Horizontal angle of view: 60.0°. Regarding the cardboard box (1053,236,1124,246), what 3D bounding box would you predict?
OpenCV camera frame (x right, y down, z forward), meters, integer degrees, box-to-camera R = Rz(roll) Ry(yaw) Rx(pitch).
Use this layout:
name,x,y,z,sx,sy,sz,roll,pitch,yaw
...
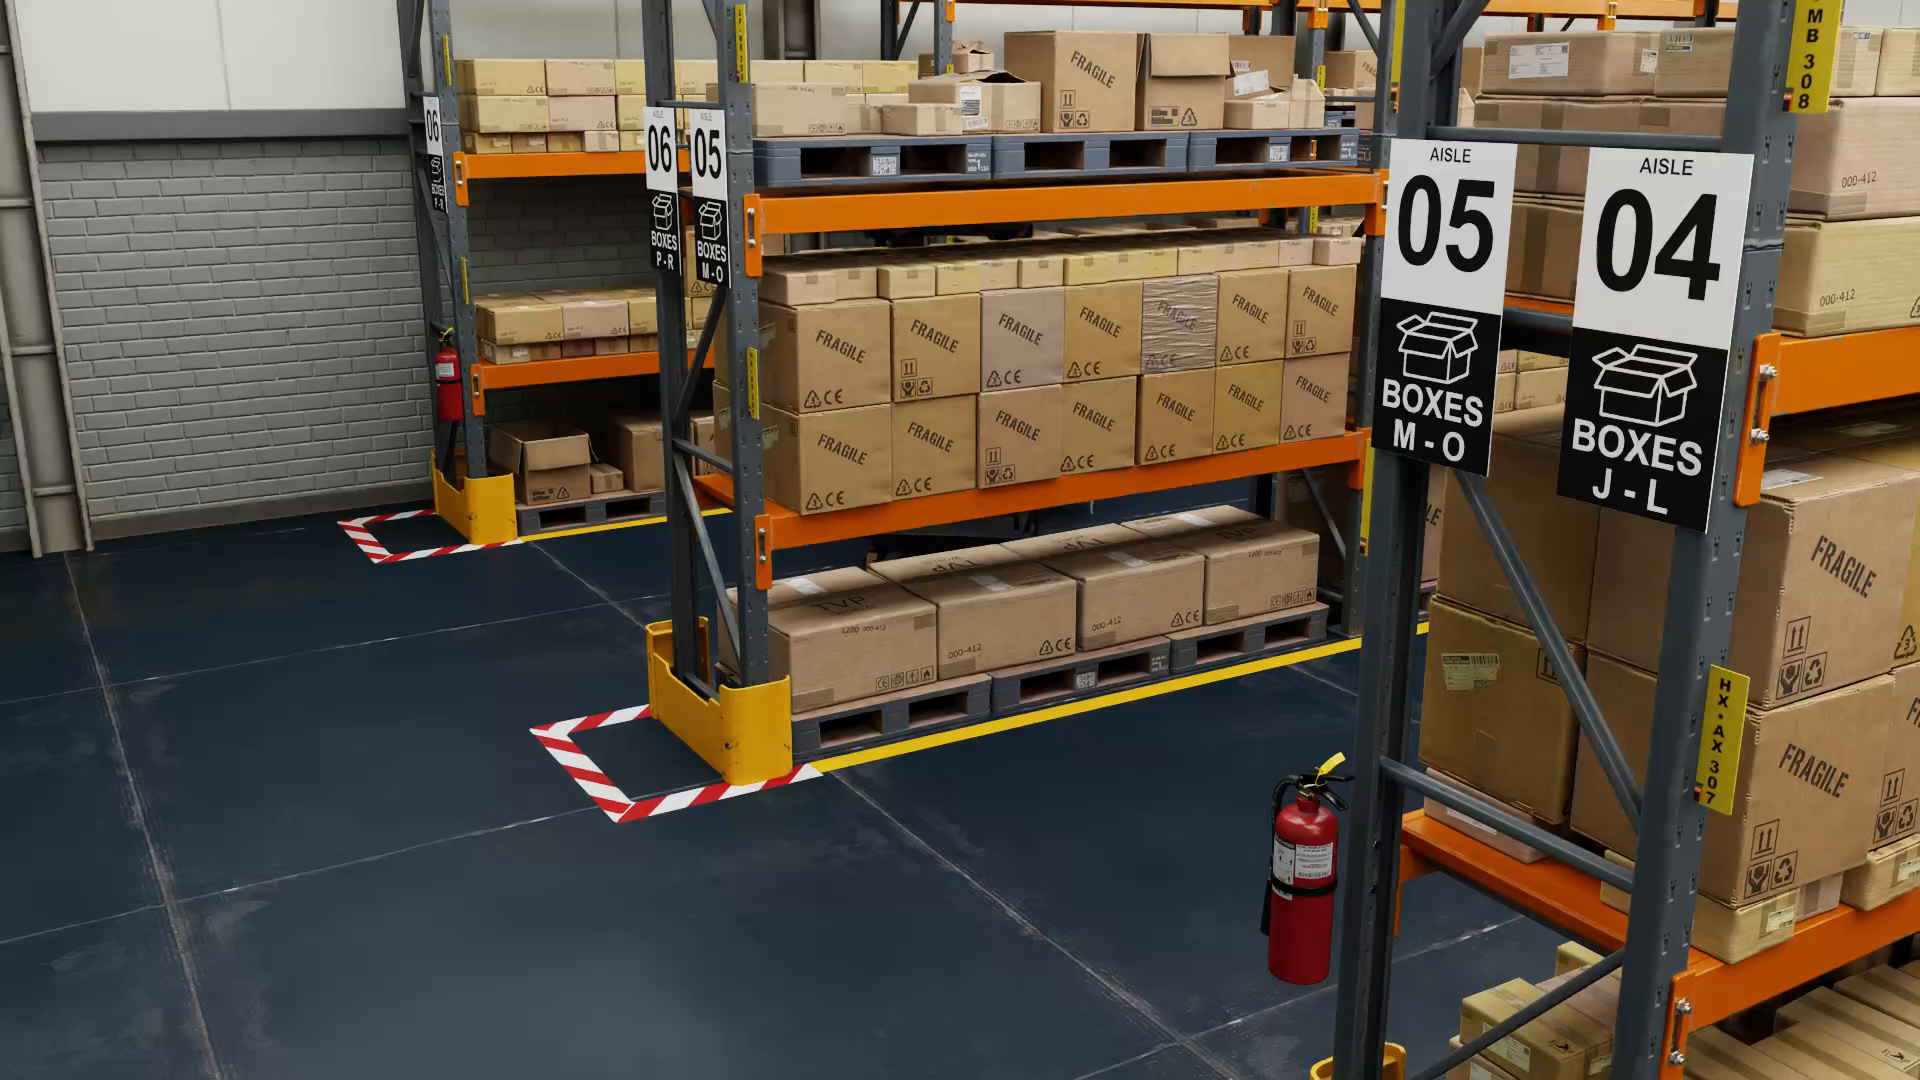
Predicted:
name,x,y,z,sx,sy,sz,roll,pitch,yaw
cardboard box,0.717,-1.623,9.403,0.250,0.149,0.380,-9,18,-30

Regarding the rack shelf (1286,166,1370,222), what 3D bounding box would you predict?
name,x,y,z,sx,sy,sz,roll,pitch,yaw
rack shelf,3.905,-2.330,10.940,4.000,0.370,1.077,-9,18,-30

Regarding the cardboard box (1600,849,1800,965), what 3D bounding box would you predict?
name,x,y,z,sx,sy,sz,roll,pitch,yaw
cardboard box,1.844,0.885,4.161,0.250,0.149,0.380,-9,18,-30

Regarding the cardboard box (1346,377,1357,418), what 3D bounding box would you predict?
name,x,y,z,sx,sy,sz,roll,pitch,yaw
cardboard box,2.704,-0.882,10.277,0.500,0.250,0.500,-10,18,-31

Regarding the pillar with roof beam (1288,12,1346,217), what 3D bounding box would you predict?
name,x,y,z,sx,sy,sz,roll,pitch,yaw
pillar with roof beam,5.930,-4.940,13.362,0.400,9.000,9.100,-9,18,-30

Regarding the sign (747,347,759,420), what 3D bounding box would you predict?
name,x,y,z,sx,sy,sz,roll,pitch,yaw
sign,-0.957,-0.724,7.684,0.005,0.325,0.100,-9,18,-30

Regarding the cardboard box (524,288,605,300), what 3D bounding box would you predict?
name,x,y,z,sx,sy,sz,roll,pitch,yaw
cardboard box,-3.097,-1.814,13.050,0.500,0.250,0.500,-9,18,-30

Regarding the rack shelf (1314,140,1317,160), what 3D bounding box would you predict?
name,x,y,z,sx,sy,sz,roll,pitch,yaw
rack shelf,4.774,-4.034,17.019,4.000,0.370,1.077,-9,18,-30

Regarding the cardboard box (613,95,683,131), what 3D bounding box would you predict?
name,x,y,z,sx,sy,sz,roll,pitch,yaw
cardboard box,-2.406,-3.203,12.450,0.500,0.250,0.500,-10,18,-31

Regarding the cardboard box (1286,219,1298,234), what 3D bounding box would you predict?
name,x,y,z,sx,sy,sz,roll,pitch,yaw
cardboard box,3.235,-3.111,16.562,0.250,0.149,0.380,-9,18,-28

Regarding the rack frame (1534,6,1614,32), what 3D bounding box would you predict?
name,x,y,z,sx,sy,sz,roll,pitch,yaw
rack frame,6.489,-6.103,17.509,0.127,3.000,1.000,-9,18,-30

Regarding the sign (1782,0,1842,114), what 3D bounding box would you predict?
name,x,y,z,sx,sy,sz,roll,pitch,yaw
sign,1.677,-1.007,3.266,0.005,0.325,0.100,-9,18,-30

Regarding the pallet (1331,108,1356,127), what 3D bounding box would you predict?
name,x,y,z,sx,sy,sz,roll,pitch,yaw
pallet,4.553,-4.283,16.923,1.213,0.211,1.003,-8,18,-27

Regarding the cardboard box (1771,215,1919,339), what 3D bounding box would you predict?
name,x,y,z,sx,sy,sz,roll,pitch,yaw
cardboard box,1.914,-0.642,3.864,0.500,0.250,0.500,-8,18,-28

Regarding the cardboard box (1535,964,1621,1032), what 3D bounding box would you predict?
name,x,y,z,sx,sy,sz,roll,pitch,yaw
cardboard box,1.966,1.463,5.034,0.250,0.149,0.380,-9,18,-29

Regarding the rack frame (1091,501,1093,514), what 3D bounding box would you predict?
name,x,y,z,sx,sy,sz,roll,pitch,yaw
rack frame,1.047,-0.812,13.084,0.015,1.200,0.240,1,16,4

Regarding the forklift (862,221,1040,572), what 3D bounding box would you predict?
name,x,y,z,sx,sy,sz,roll,pitch,yaw
forklift,-0.074,-1.226,11.354,1.130,2.935,3.031,2,16,7

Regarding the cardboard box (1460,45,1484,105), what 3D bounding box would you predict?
name,x,y,z,sx,sy,sz,roll,pitch,yaw
cardboard box,3.096,-2.704,9.979,0.500,0.500,0.500,-10,18,-31

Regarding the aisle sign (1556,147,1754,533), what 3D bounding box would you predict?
name,x,y,z,sx,sy,sz,roll,pitch,yaw
aisle sign,1.490,-0.439,3.602,0.004,0.787,0.394,-9,18,-30

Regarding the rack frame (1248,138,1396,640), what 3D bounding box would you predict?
name,x,y,z,sx,sy,sz,roll,pitch,yaw
rack frame,2.191,-0.954,10.256,0.127,3.000,1.000,-9,18,-30

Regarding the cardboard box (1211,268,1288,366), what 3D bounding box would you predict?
name,x,y,z,sx,sy,sz,roll,pitch,yaw
cardboard box,1.489,-1.286,9.401,0.500,0.500,0.500,-10,18,-31

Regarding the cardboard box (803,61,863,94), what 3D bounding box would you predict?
name,x,y,z,sx,sy,sz,roll,pitch,yaw
cardboard box,-1.108,-3.660,13.151,0.500,0.250,0.500,-10,18,-31

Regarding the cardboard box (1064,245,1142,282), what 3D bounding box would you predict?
name,x,y,z,sx,sy,sz,roll,pitch,yaw
cardboard box,0.759,-1.479,8.889,0.250,0.149,0.380,-9,18,-30

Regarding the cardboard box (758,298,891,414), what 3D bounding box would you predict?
name,x,y,z,sx,sy,sz,roll,pitch,yaw
cardboard box,-0.680,-0.928,8.127,0.500,0.500,0.500,-10,18,-31

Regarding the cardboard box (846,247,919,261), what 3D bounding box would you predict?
name,x,y,z,sx,sy,sz,roll,pitch,yaw
cardboard box,-0.413,-1.458,8.814,0.250,0.149,0.380,-9,18,-28

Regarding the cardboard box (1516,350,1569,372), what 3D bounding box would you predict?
name,x,y,z,sx,sy,sz,roll,pitch,yaw
cardboard box,3.592,-1.261,10.704,0.500,0.250,0.500,-9,18,-29

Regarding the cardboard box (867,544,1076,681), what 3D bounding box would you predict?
name,x,y,z,sx,sy,sz,roll,pitch,yaw
cardboard box,0.056,0.389,9.432,0.875,0.438,0.875,-9,18,-28

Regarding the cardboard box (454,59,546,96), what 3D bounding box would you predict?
name,x,y,z,sx,sy,sz,roll,pitch,yaw
cardboard box,-3.288,-3.306,11.888,0.500,0.250,0.500,-9,18,-30

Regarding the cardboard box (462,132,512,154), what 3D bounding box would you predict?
name,x,y,z,sx,sy,sz,roll,pitch,yaw
cardboard box,-3.405,-2.860,11.963,0.250,0.149,0.380,-9,18,-29

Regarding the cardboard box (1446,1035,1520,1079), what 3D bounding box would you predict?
name,x,y,z,sx,sy,sz,roll,pitch,yaw
cardboard box,1.703,1.621,5.022,0.250,0.149,0.380,-10,18,-31

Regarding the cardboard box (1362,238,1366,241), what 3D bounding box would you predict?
name,x,y,z,sx,sy,sz,roll,pitch,yaw
cardboard box,3.996,-2.901,16.553,0.500,0.250,0.500,-9,18,-28

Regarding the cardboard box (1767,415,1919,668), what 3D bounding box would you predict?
name,x,y,z,sx,sy,sz,roll,pitch,yaw
cardboard box,2.349,-0.012,4.307,0.500,0.500,0.500,-9,18,-28

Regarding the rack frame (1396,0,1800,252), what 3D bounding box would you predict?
name,x,y,z,sx,sy,sz,roll,pitch,yaw
rack frame,1.398,-2.156,3.427,0.127,3.000,1.000,-9,18,-30

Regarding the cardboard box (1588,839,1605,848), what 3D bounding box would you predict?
name,x,y,z,sx,sy,sz,roll,pitch,yaw
cardboard box,1.764,0.717,4.758,0.250,0.149,0.380,-9,18,-30

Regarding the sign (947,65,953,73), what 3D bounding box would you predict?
name,x,y,z,sx,sy,sz,roll,pitch,yaw
sign,-0.083,-3.671,13.432,0.005,0.325,0.100,-9,18,-30

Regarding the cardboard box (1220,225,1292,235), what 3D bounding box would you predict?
name,x,y,z,sx,sy,sz,roll,pitch,yaw
cardboard box,1.786,-1.812,10.078,0.250,0.149,0.380,-10,18,-31

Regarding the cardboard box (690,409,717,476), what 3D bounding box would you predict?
name,x,y,z,sx,sy,sz,roll,pitch,yaw
cardboard box,-1.967,-0.768,13.445,0.500,0.500,0.500,-9,18,-29

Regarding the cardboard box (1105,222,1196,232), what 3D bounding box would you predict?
name,x,y,z,sx,sy,sz,roll,pitch,yaw
cardboard box,1.756,-2.640,15.302,0.637,0.503,0.797,-10,18,-31

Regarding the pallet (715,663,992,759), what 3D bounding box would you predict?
name,x,y,z,sx,sy,sz,roll,pitch,yaw
pallet,-0.593,0.815,9.110,1.213,0.211,1.003,-9,18,-30

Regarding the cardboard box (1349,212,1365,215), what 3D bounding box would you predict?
name,x,y,z,sx,sy,sz,roll,pitch,yaw
cardboard box,4.264,-3.317,17.299,0.250,0.149,0.380,-10,18,-31

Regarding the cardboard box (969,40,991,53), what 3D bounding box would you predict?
name,x,y,z,sx,sy,sz,roll,pitch,yaw
cardboard box,0.068,-4.121,14.181,0.258,0.266,0.396,-9,18,-30

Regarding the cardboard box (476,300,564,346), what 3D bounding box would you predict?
name,x,y,z,sx,sy,sz,roll,pitch,yaw
cardboard box,-3.270,-1.618,12.350,0.500,0.250,0.500,-9,18,-29

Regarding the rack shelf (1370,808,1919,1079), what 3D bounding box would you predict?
name,x,y,z,sx,sy,sz,roll,pitch,yaw
rack shelf,3.112,0.802,5.326,4.000,0.370,1.077,-9,18,-30

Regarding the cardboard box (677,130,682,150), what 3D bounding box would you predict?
name,x,y,z,sx,sy,sz,roll,pitch,yaw
cardboard box,-2.297,-3.032,12.576,0.250,0.149,0.380,-9,18,-30

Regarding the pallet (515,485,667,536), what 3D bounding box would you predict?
name,x,y,z,sx,sy,sz,roll,pitch,yaw
pallet,-3.050,-0.325,13.178,1.213,0.211,1.003,-9,18,-30

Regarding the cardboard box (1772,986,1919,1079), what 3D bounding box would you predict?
name,x,y,z,sx,sy,sz,roll,pitch,yaw
cardboard box,2.648,1.498,4.911,0.250,0.149,0.380,-10,19,-32

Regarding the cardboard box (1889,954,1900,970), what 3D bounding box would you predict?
name,x,y,z,sx,sy,sz,roll,pitch,yaw
cardboard box,3.036,1.397,5.820,0.250,0.149,0.380,-9,18,-29

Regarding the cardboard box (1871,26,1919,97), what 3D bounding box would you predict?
name,x,y,z,sx,sy,sz,roll,pitch,yaw
cardboard box,2.020,-1.095,3.815,0.250,0.149,0.380,-8,18,-27

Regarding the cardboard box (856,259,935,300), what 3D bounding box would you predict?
name,x,y,z,sx,sy,sz,roll,pitch,yaw
cardboard box,-0.321,-1.288,8.207,0.250,0.149,0.380,-9,18,-28

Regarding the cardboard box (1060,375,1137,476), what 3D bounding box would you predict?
name,x,y,z,sx,sy,sz,roll,pitch,yaw
cardboard box,0.607,-0.663,9.034,0.500,0.500,0.500,-9,18,-28

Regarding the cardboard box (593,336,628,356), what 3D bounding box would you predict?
name,x,y,z,sx,sy,sz,roll,pitch,yaw
cardboard box,-2.725,-1.519,12.736,0.250,0.149,0.380,-9,18,-28

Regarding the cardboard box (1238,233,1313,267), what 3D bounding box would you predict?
name,x,y,z,sx,sy,sz,roll,pitch,yaw
cardboard box,1.809,-1.668,9.564,0.250,0.149,0.380,-9,18,-28

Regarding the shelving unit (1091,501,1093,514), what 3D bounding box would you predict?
name,x,y,z,sx,sy,sz,roll,pitch,yaw
shelving unit,0.804,-0.817,13.102,0.503,1.200,0.258,1,16,4

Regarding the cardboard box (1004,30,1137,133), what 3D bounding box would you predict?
name,x,y,z,sx,sy,sz,roll,pitch,yaw
cardboard box,0.567,-2.386,8.660,0.500,0.500,0.500,-9,18,-29
